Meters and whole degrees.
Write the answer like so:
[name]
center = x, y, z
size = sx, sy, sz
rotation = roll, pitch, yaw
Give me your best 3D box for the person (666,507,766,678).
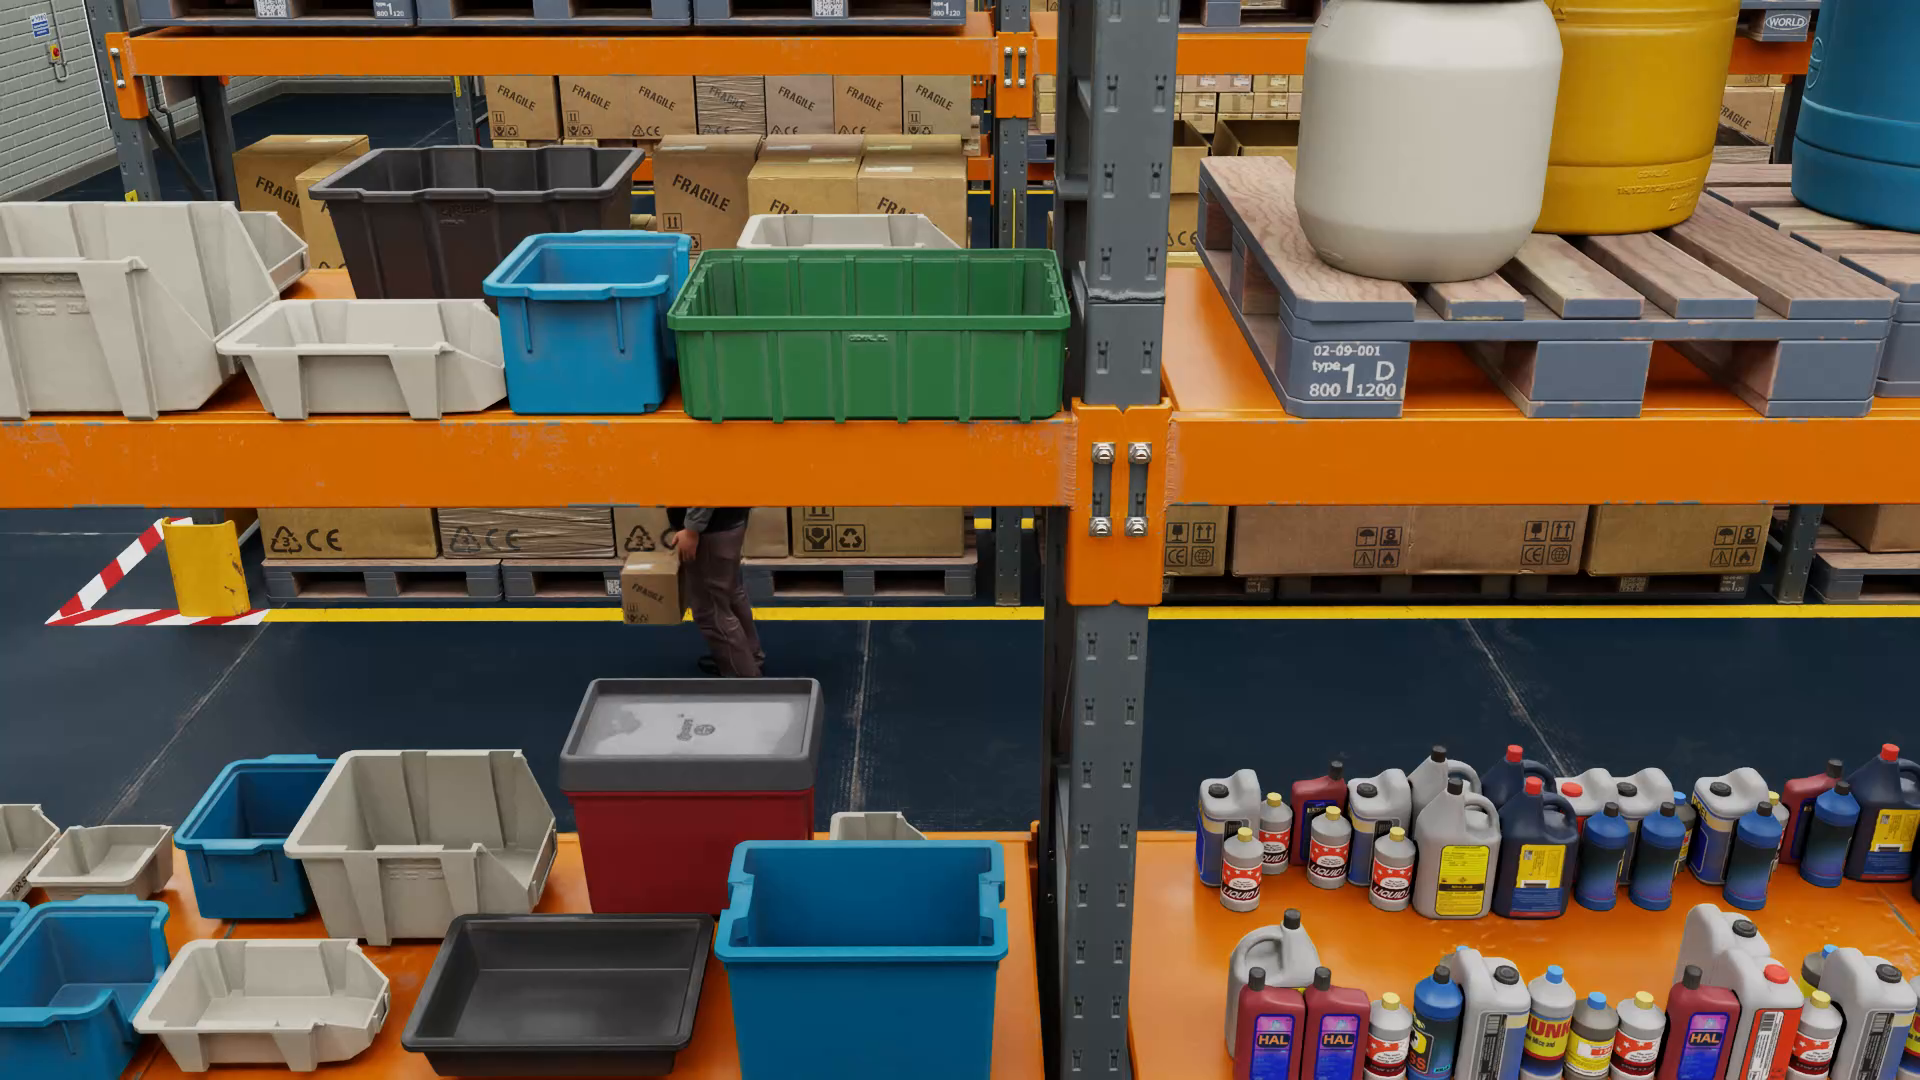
[person]
center = -1.102, -0.077, 7.312
size = 0.424, 1.715, 0.637
rotation = 0, 24, -1
